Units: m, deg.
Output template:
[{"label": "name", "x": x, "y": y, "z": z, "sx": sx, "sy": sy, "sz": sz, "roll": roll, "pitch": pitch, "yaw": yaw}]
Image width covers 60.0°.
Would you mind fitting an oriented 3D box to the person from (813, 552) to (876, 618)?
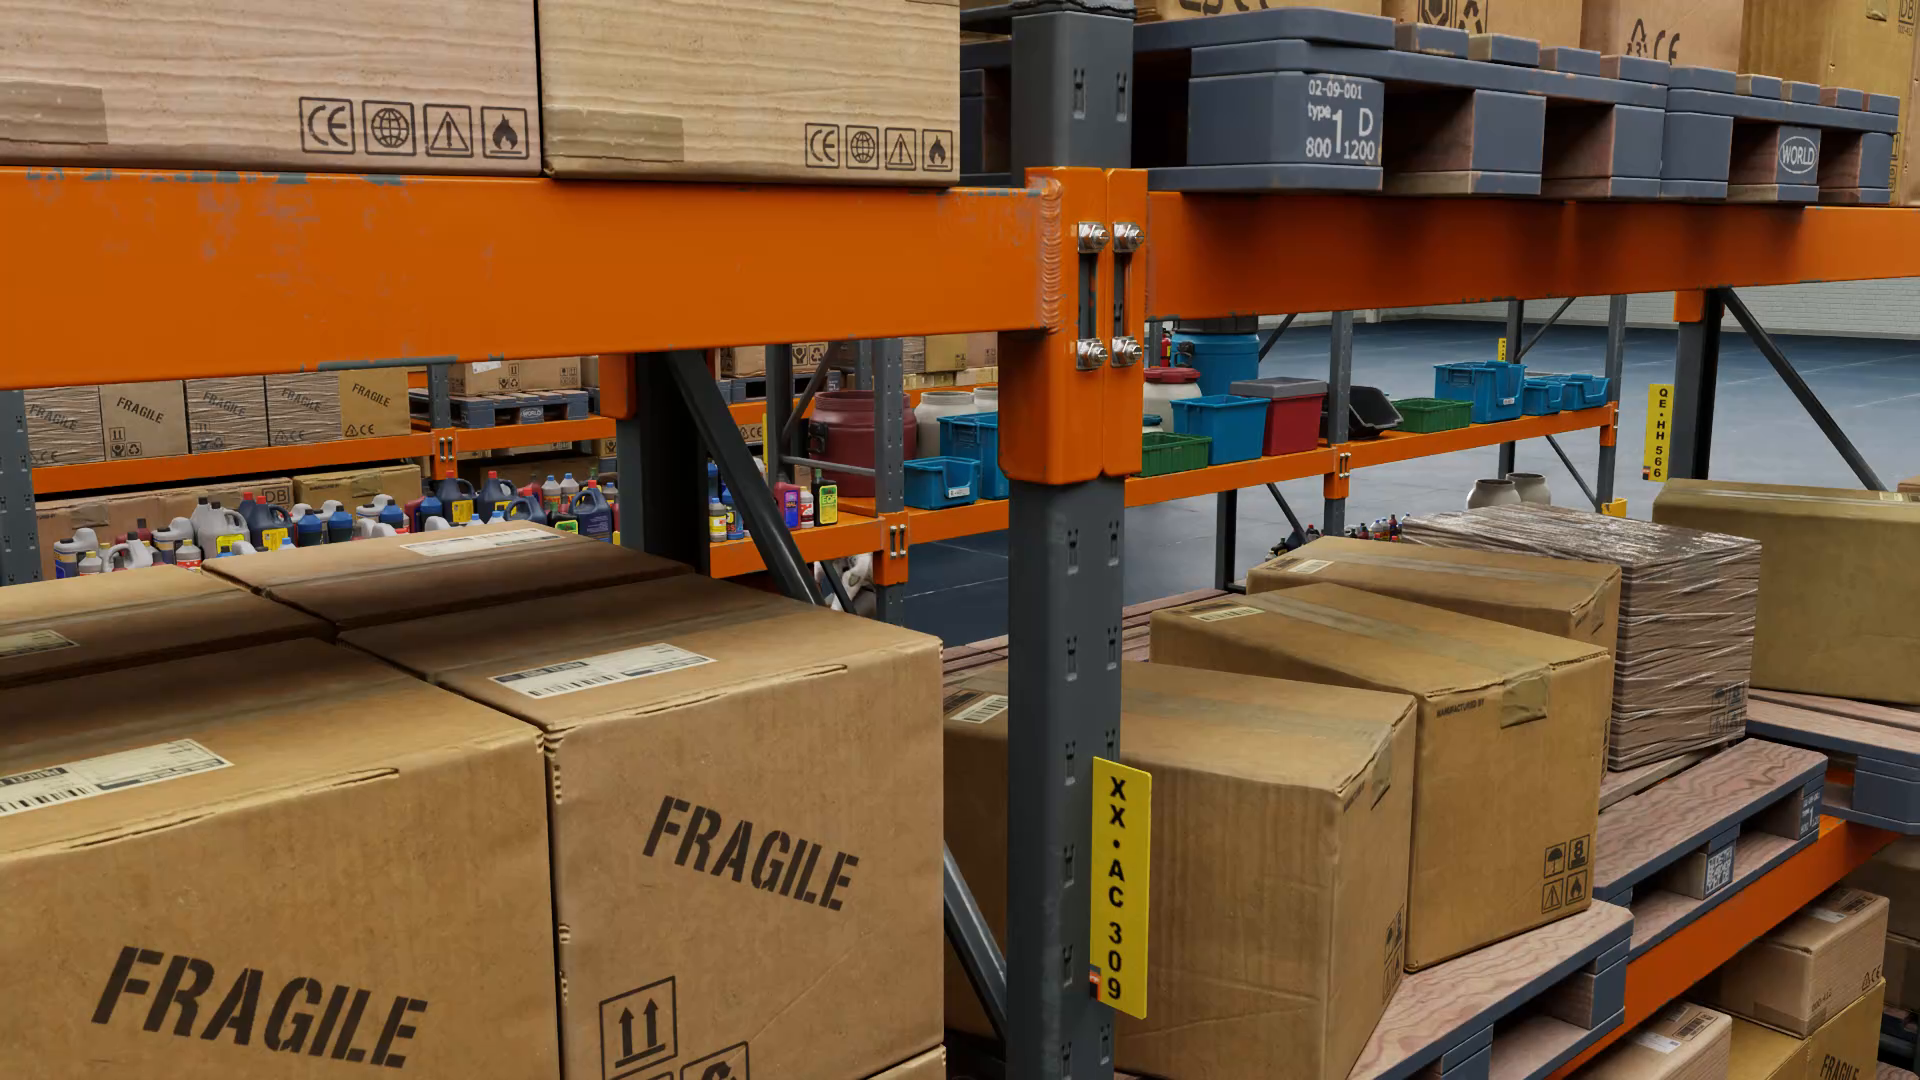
[{"label": "person", "x": -0.721, "y": 0.323, "z": 10.597, "sx": 0.842, "sy": 0.981, "sz": 0.466, "roll": -10, "pitch": 15, "yaw": -44}]
